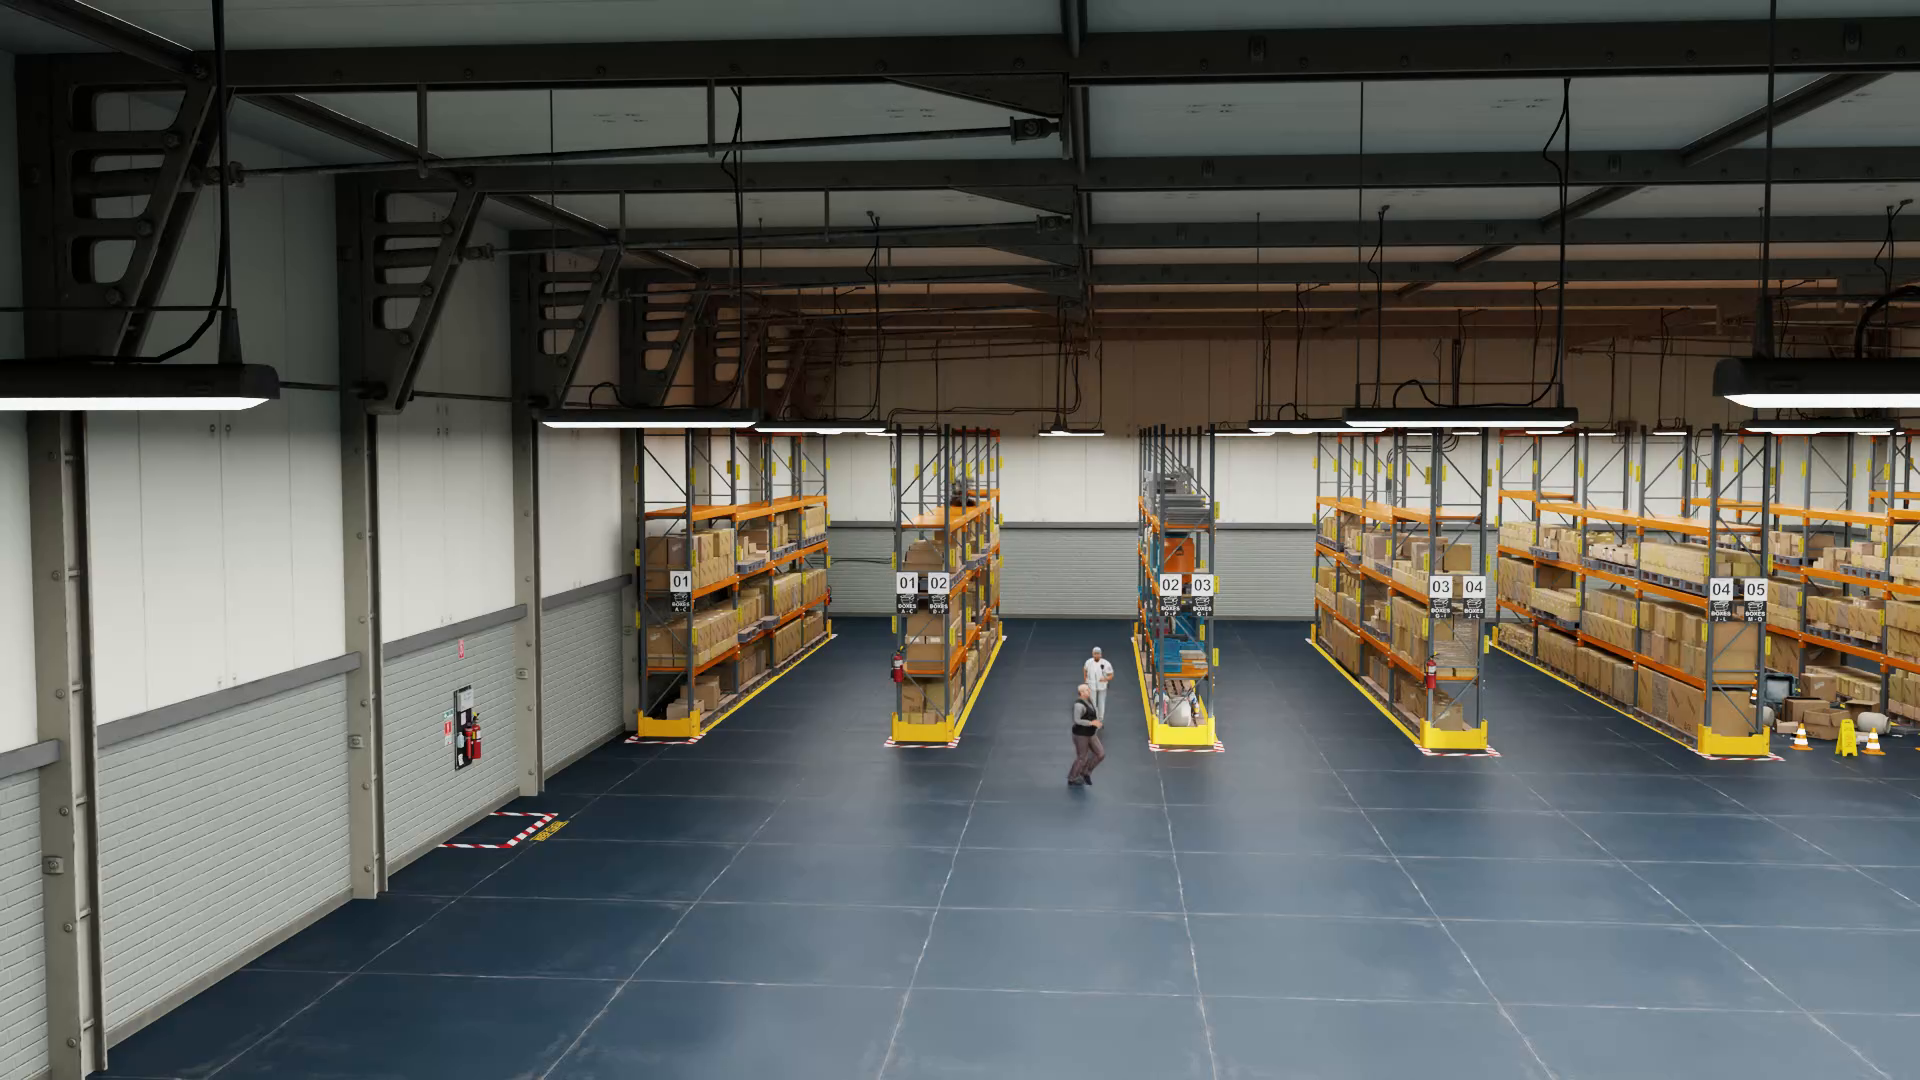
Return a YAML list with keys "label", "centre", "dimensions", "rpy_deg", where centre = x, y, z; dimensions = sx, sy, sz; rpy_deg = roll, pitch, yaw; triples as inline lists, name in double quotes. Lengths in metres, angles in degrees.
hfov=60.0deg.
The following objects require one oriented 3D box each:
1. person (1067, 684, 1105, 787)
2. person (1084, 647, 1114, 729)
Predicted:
- label: "person"
  centre: [2.078, 3.213, 27.247]
  dimensions: [0.689, 1.715, 0.633]
  rpy_deg: [2, 4, 30]
- label: "person"
  centre: [2.692, 2.924, 32.345]
  dimensions: [0.585, 1.720, 0.818]
  rpy_deg: [0, 3, 5]
